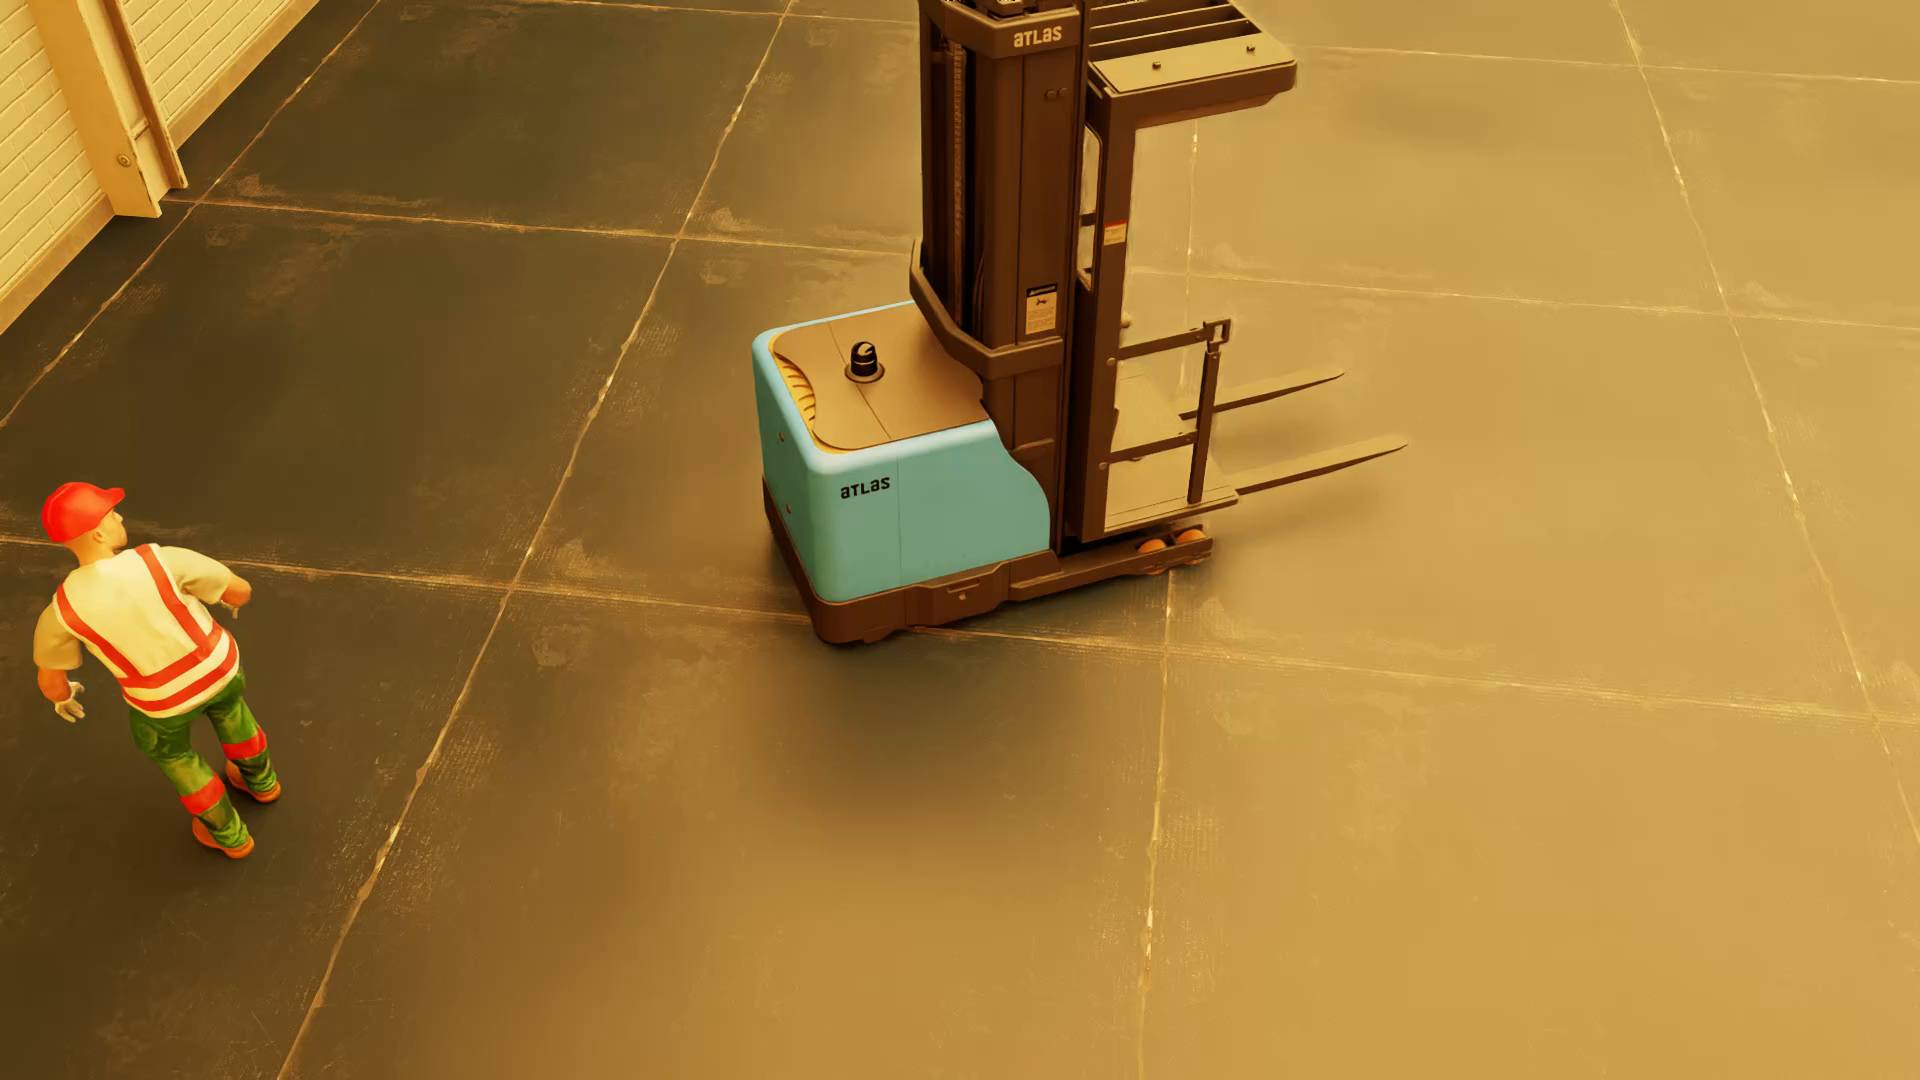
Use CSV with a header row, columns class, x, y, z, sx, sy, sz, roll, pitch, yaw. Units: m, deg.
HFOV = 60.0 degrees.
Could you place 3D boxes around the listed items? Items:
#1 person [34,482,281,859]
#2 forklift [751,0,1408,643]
class,x,y,z,sx,sy,sz,roll,pitch,yaw
person,-2.927,0.480,6.089,0.740,1.741,0.512,-32,51,-30
forklift,0.643,-1.240,7.075,3.031,2.935,1.130,-14,44,-15
